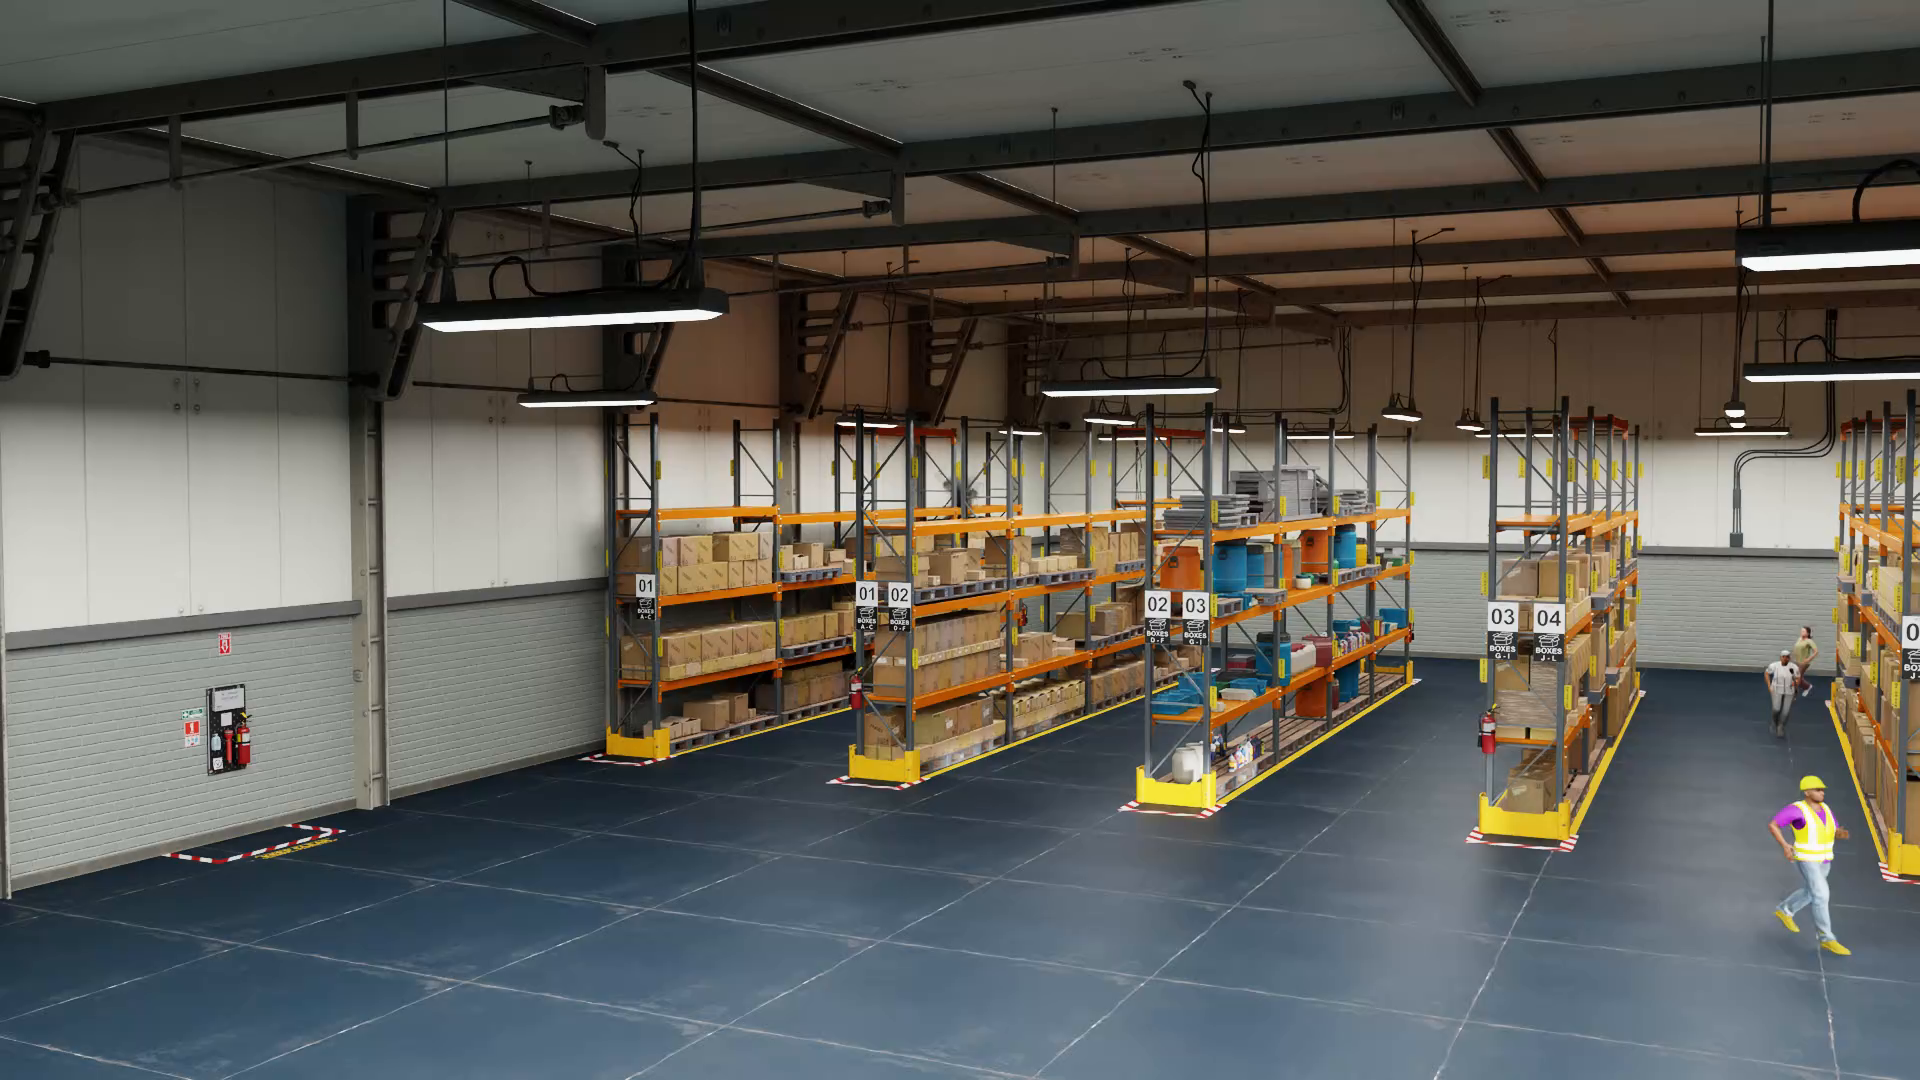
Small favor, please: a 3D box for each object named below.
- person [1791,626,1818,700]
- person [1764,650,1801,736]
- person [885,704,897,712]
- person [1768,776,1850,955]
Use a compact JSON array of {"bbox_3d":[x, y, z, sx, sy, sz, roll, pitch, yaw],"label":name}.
[{"bbox_3d":[18.294,2.673,35.987,0.728,1.634,0.607,-1,2,-13],"label":"person"},{"bbox_3d":[15.424,2.875,31.152,0.603,1.623,0.605,1,3,19],"label":"person"},{"bbox_3d":[-1.193,2.905,30.598,0.565,1.654,0.791,1,3,18],"label":"person"},{"bbox_3d":[8.954,3.354,17.435,0.699,1.759,0.958,-1,3,-26],"label":"person"}]
